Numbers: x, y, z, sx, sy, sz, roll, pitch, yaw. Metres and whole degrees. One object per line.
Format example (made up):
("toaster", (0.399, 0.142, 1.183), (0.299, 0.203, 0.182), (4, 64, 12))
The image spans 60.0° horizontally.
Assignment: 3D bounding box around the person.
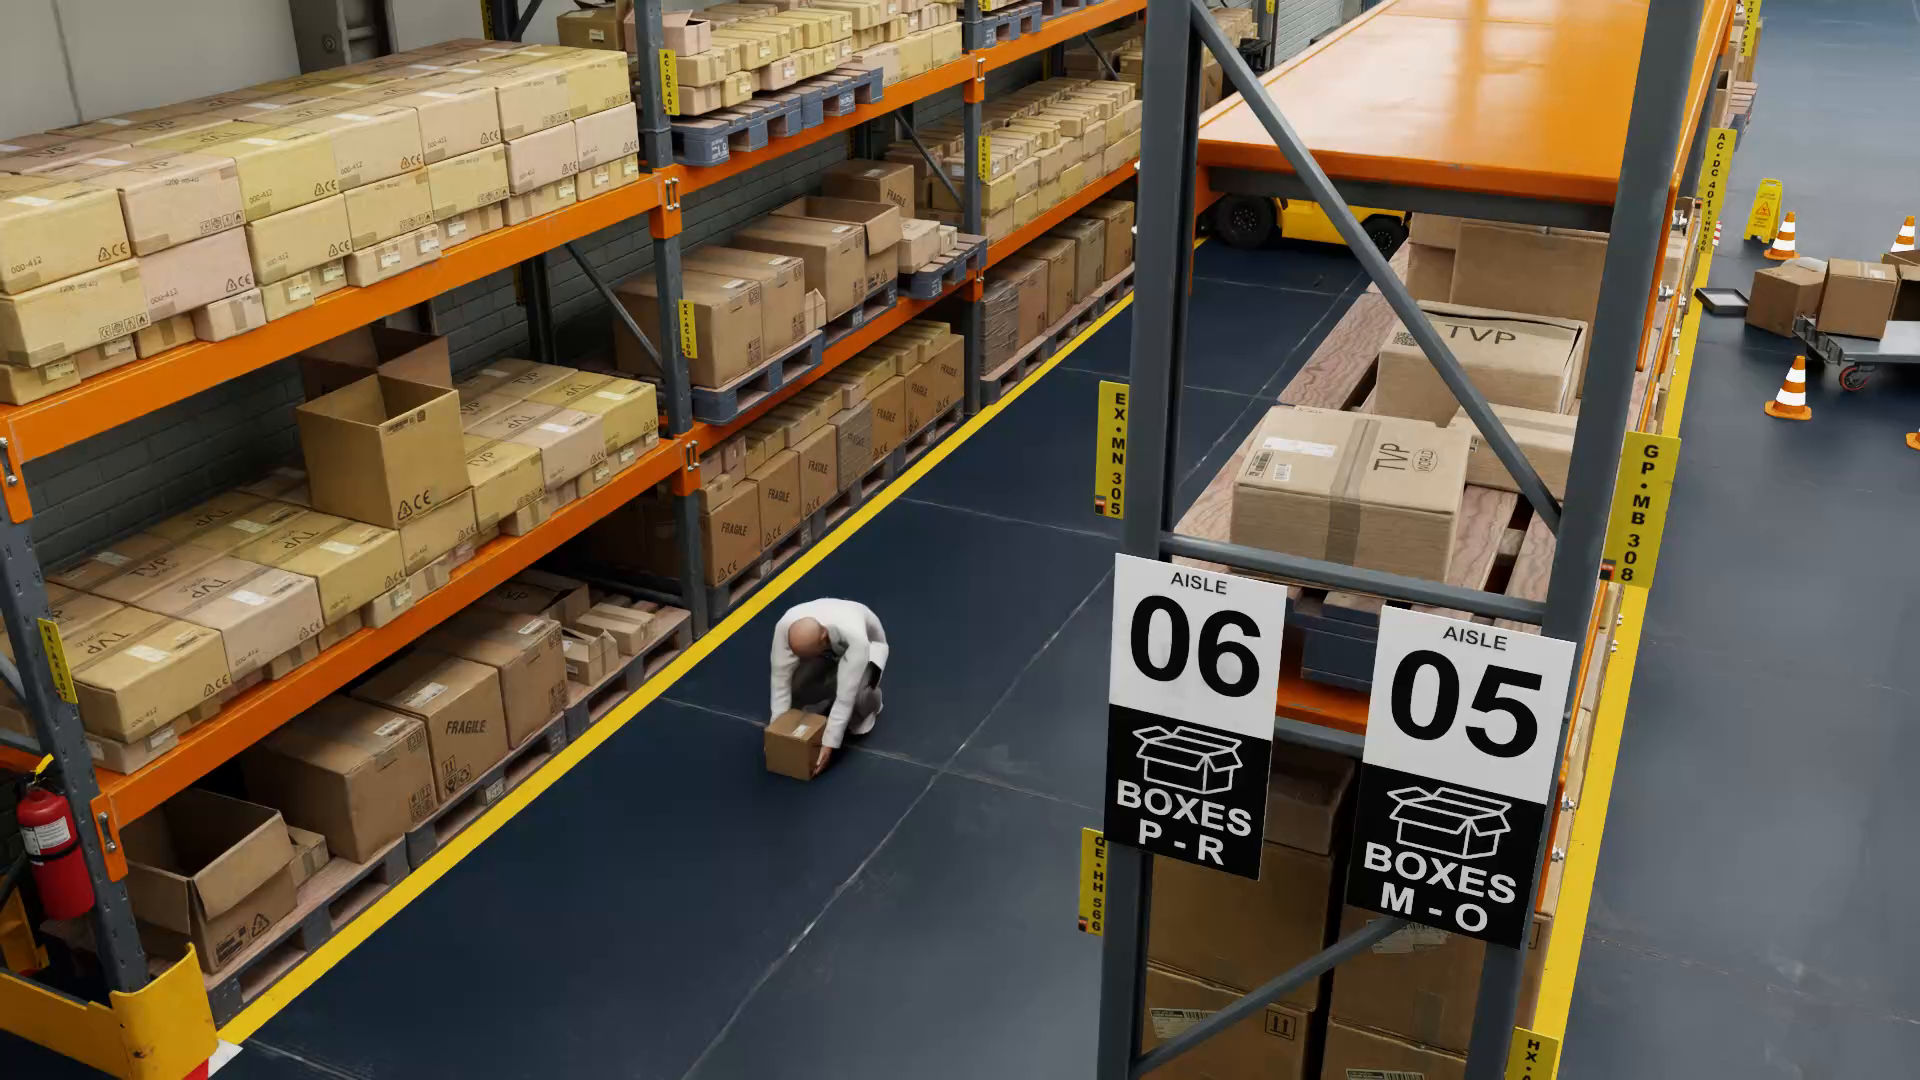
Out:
("person", (-0.703, 0.676, 8.860), (0.597, 0.856, 0.906), (11, 28, 22))
